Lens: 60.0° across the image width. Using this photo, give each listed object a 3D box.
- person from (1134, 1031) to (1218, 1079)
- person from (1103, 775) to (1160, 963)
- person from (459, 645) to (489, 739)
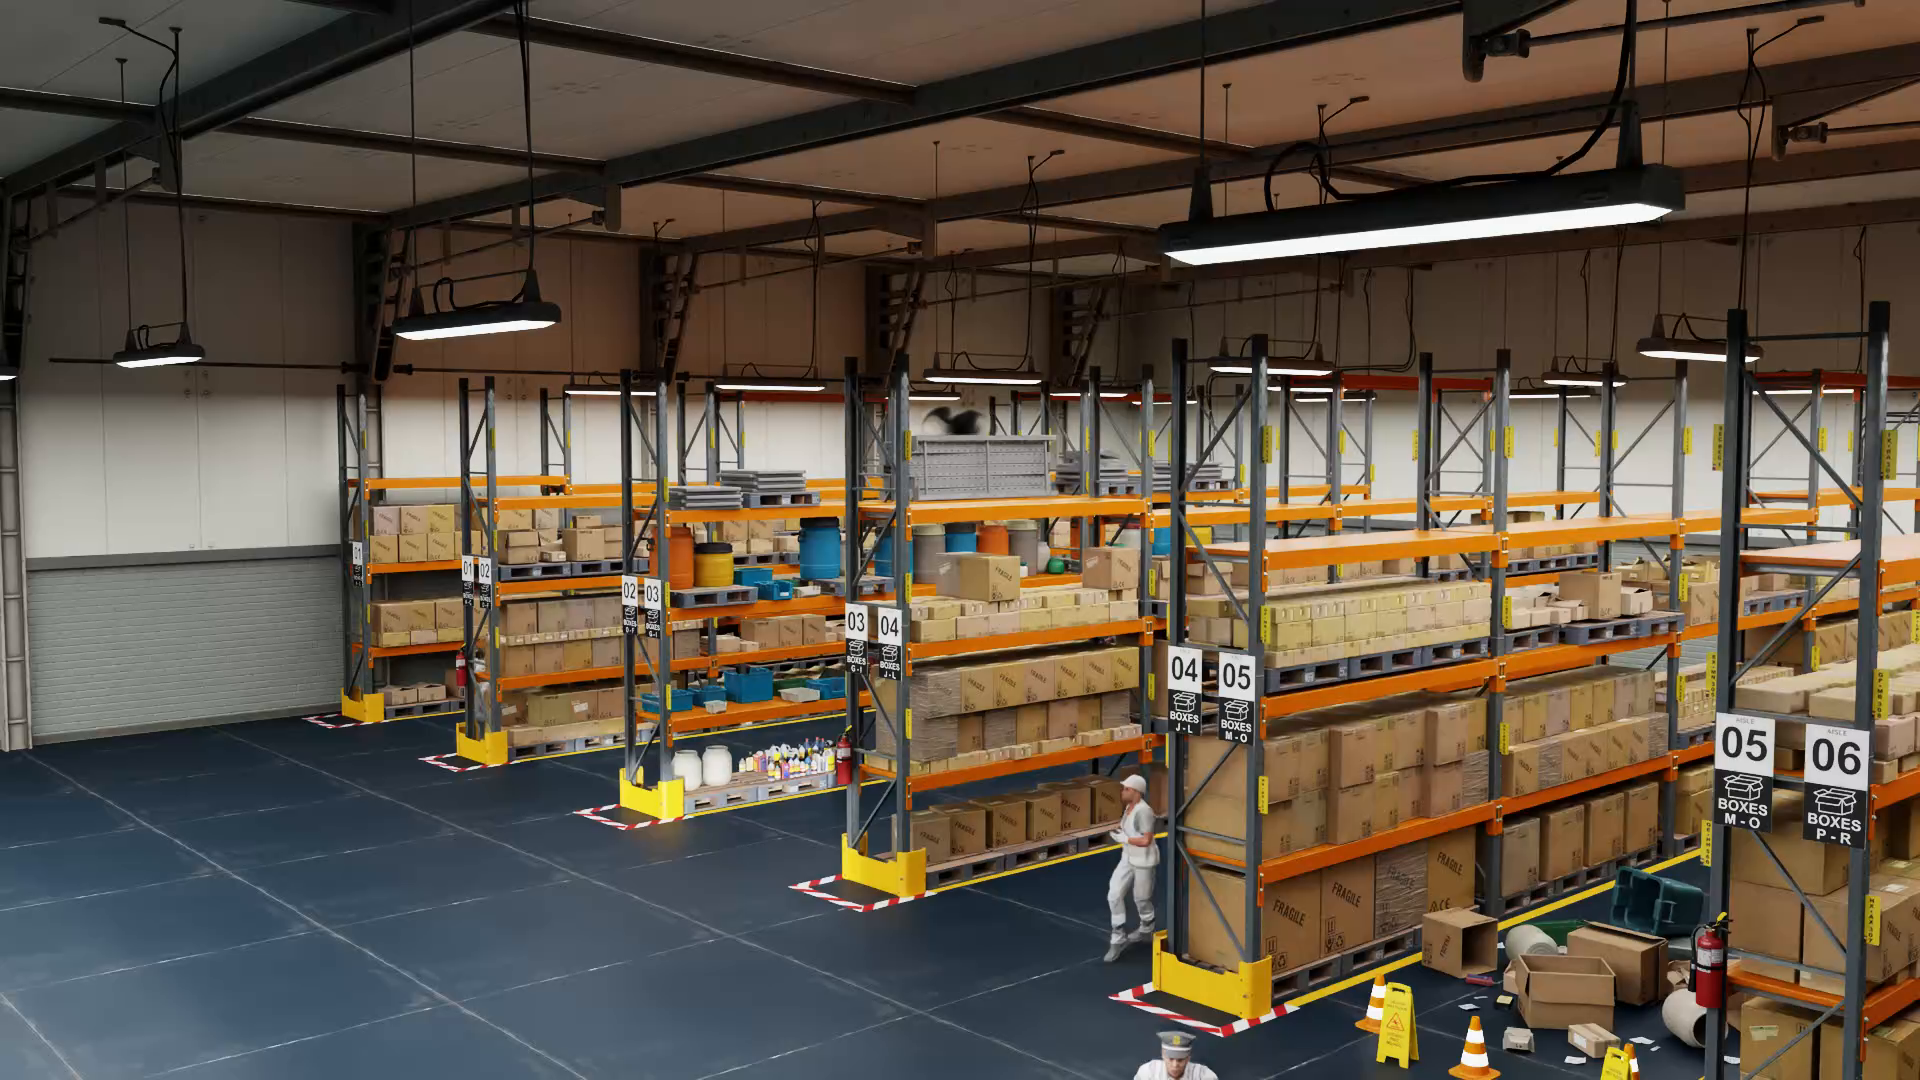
[{"bbox_3d":[1.341,3.712,10.213,0.612,1.629,0.767,1,4,8],"label":"person"},{"bbox_3d":[1.700,3.204,16.373,0.795,1.803,0.715,-3,5,-35],"label":"person"},{"bbox_3d":[-8.013,2.532,27.700,0.627,1.660,0.587,4,5,44],"label":"person"}]
